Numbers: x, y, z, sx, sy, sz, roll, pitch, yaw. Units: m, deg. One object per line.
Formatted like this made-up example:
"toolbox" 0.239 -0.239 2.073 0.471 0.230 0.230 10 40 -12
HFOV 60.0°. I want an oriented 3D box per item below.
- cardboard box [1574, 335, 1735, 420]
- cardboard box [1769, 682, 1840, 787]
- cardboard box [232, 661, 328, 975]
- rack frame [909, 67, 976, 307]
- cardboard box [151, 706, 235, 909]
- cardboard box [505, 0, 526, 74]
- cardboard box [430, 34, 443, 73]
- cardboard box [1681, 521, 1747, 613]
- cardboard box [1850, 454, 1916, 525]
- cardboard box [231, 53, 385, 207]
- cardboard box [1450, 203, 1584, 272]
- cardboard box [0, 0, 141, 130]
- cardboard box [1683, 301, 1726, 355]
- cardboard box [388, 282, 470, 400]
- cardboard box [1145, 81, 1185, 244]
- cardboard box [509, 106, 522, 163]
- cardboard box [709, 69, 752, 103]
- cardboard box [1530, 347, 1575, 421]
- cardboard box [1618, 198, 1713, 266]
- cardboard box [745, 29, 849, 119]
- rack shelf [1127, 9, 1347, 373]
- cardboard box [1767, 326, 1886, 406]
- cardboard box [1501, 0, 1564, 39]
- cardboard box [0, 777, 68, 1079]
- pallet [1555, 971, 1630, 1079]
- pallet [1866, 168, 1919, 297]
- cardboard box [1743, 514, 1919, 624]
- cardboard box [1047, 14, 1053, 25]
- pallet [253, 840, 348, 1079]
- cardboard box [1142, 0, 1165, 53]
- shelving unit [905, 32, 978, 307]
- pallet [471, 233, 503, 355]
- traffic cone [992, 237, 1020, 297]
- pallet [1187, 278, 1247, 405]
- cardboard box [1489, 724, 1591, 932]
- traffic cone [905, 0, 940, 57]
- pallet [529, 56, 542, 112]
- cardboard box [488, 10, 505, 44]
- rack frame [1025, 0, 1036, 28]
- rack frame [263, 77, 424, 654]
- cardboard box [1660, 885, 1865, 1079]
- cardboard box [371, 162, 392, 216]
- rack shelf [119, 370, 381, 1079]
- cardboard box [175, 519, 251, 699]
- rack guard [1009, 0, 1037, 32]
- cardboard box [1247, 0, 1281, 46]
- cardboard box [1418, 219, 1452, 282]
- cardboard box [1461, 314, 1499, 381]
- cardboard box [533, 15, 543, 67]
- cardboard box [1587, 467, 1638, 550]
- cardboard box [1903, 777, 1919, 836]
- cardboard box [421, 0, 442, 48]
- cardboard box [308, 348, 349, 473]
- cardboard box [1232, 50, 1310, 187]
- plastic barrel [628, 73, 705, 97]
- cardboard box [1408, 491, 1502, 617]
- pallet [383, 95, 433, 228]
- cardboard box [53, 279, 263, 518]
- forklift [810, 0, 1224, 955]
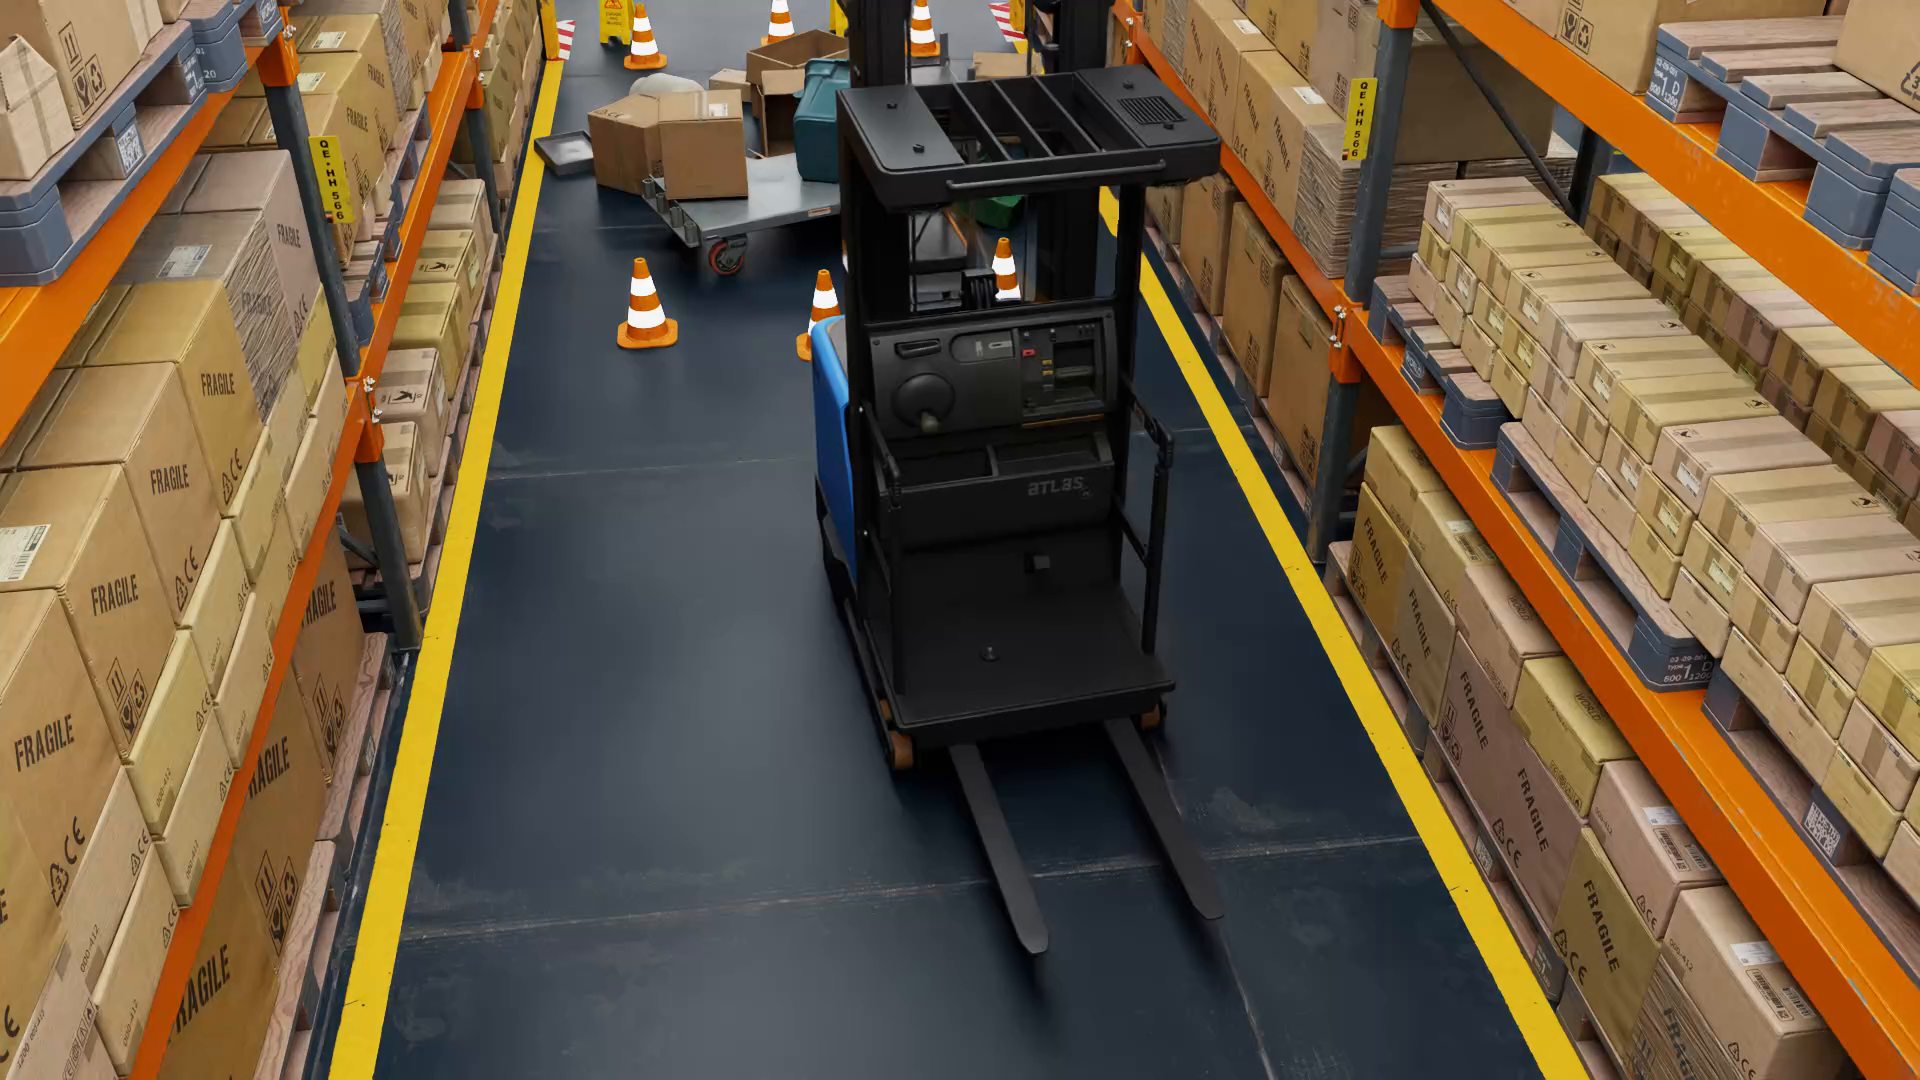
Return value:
"cardboard box" 2.147 -0.505 5.149 0.380 0.149 0.250 -3 34 -5
"cardboard box" 2.320 0.477 4.237 0.380 0.149 0.250 -4 35 -7
"cardboard box" -2.667 0.831 5.381 0.875 0.875 0.875 -4 34 -6
"rack frame" -0.129 -1.062 7.443 0.400 2.100 0.015 -8 35 -12
"cardboard box" -2.177 0.689 4.208 0.500 0.250 0.500 -5 35 -7
"cardboard box" -3.368 -3.575 11.734 0.500 0.500 0.500 -5 35 -7
"cardboard box" -2.900 -2.509 8.619 0.380 0.149 0.250 -5 35 -7
"cardboard box" 2.245 0.054 4.593 0.380 0.149 0.250 -6 35 -9
"cardboard box" 2.858 -0.142 4.881 0.380 0.149 0.250 -5 35 -7
"cardboard box" -2.701 -1.660 6.797 0.500 0.500 0.500 -3 34 -4
"cardboard box" 2.007 -1.088 6.005 0.380 0.149 0.250 -5 35 -8
"cardboard box" -2.269 -1.256 3.805 0.500 0.500 0.500 -4 34 -6
"cardboard box" 2.725 -0.711 5.716 0.380 0.149 0.250 -4 35 -6
"cardboard box" -3.063 -1.002 8.517 0.950 0.372 0.625 -3 34 -5
"cardboard box" 1.733 -2.331 10.132 1.050 0.750 0.750 -5 35 -7
"cardboard box" -3.226 -2.680 11.087 0.500 0.250 0.500 -3 34 -4
"cardboard box" -1.691 -3.472 12.712 0.380 0.149 0.250 13 36 18
"cardboard box" 2.109 -0.523 5.440 0.380 0.149 0.250 -4 35 -6
"cardboard box" 2.650 -1.131 6.068 0.380 0.149 0.250 -5 35 -7
"cardboard box" -1.124 -3.408 12.304 0.637 0.503 0.797 27 43 34
"rack shelf" 1.829 -2.014 8.680 1.077 0.370 4.000 -4 35 -6
"cardboard box" 2.790 -0.550 5.215 0.380 0.149 0.250 -3 34 -4
"cardboard box" 1.986 -1.858 5.061 0.500 0.500 0.500 -4 35 -6
"cardboard box" -2.030 0.747 3.014 0.500 0.500 0.500 -4 34 -6
"pallet" 2.530 1.755 4.987 1.003 0.211 1.213 -4 35 -6
"pallet" 2.659 -0.477 3.290 1.213 0.211 1.003 -4 35 -6
"cardboard box" 2.283 0.072 4.303 0.380 0.149 0.250 -4 35 -7
"cardboard box" 1.179 -4.581 13.323 0.875 0.875 0.875 -4 34 -6
"pallet" -2.601 1.514 5.341 1.003 0.211 1.213 -4 35 -6
"cardboard box" 1.364 -3.154 9.626 0.500 0.500 0.500 -4 34 -6
"shelving unit" -0.188 -1.195 7.639 0.431 2.100 0.503 -8 35 -12
"pallet" -3.225 -1.409 9.630 1.003 0.211 1.213 -4 35 -6
"traffic cone" 0.244 -1.516 9.564 0.336 0.463 0.334 -4 35 -6
"pallet" 1.906 -1.167 9.276 1.003 0.211 1.213 -4 35 -6
"cardboard box" 2.154 0.930 5.569 0.500 0.500 0.500 -5 35 -7
"traffic cone" -0.313 -4.207 13.512 0.336 0.463 0.334 -4 35 -6
"pallet" -3.785 -3.577 12.811 1.003 0.211 1.213 -4 35 -6
"cardboard box" -3.171 -3.322 10.787 0.380 0.149 0.250 -3 34 -5
"rack frame" 1.022 -5.659 13.390 1.000 3.000 0.127 -4 35 -6
"rack frame" -2.793 -0.764 6.207 1.000 3.000 0.127 -4 35 -6
"cardboard box" 2.286 1.190 4.521 0.500 0.250 0.500 -5 35 -8
"cardboard box" -2.665 -1.500 7.138 0.380 0.149 0.250 -4 34 -6
"rack shelf" -2.524 0.650 4.772 1.077 0.370 4.000 -4 35 -6
"cardboard box" -2.244 0.203 4.478 0.500 0.250 0.500 -5 35 -8
"rack guard" 1.019 -4.640 14.114 1.175 0.500 0.348 -4 35 -6
"cardboard box" 1.838 -2.754 8.151 0.700 0.500 0.500 -5 35 -7
"cardboard box" 1.964 -1.103 6.290 0.380 0.149 0.250 -3 34 -4
"cardboard box" 2.031 -0.699 5.963 0.380 0.149 0.250 -3 34 -4
"cardboard box" -3.491 -3.821 12.762 0.500 0.250 0.500 -5 35 -7
"cardboard box" 2.172 -0.115 5.105 0.380 0.149 0.250 -5 35 -8
"cardboard box" 2.387 0.638 3.737 0.380 0.149 0.250 -3 34 -5
"cardboard box" -2.974 -2.816 8.493 0.500 0.500 0.500 -4 34 -6
"cardboard box" -2.468 -0.439 5.864 0.500 0.250 0.500 -6 35 -8
"cardboard box" 1.639 -2.025 7.968 0.500 0.500 0.500 -5 35 -7
"plastic barrel" -2.091 -3.125 11.960 0.512 0.421 0.421 20 39 26
"cardboard box" 2.019 0.041 6.207 0.500 0.250 0.500 -5 35 -7
"pallet" -3.100 -1.786 7.877 1.003 0.211 1.213 -4 35 -6
"cardboard box" -2.327 -0.386 4.676 0.500 0.500 0.500 -4 35 -6
"forklift" 0.185 -0.558 5.966 1.130 2.935 3.031 -8 35 -12
